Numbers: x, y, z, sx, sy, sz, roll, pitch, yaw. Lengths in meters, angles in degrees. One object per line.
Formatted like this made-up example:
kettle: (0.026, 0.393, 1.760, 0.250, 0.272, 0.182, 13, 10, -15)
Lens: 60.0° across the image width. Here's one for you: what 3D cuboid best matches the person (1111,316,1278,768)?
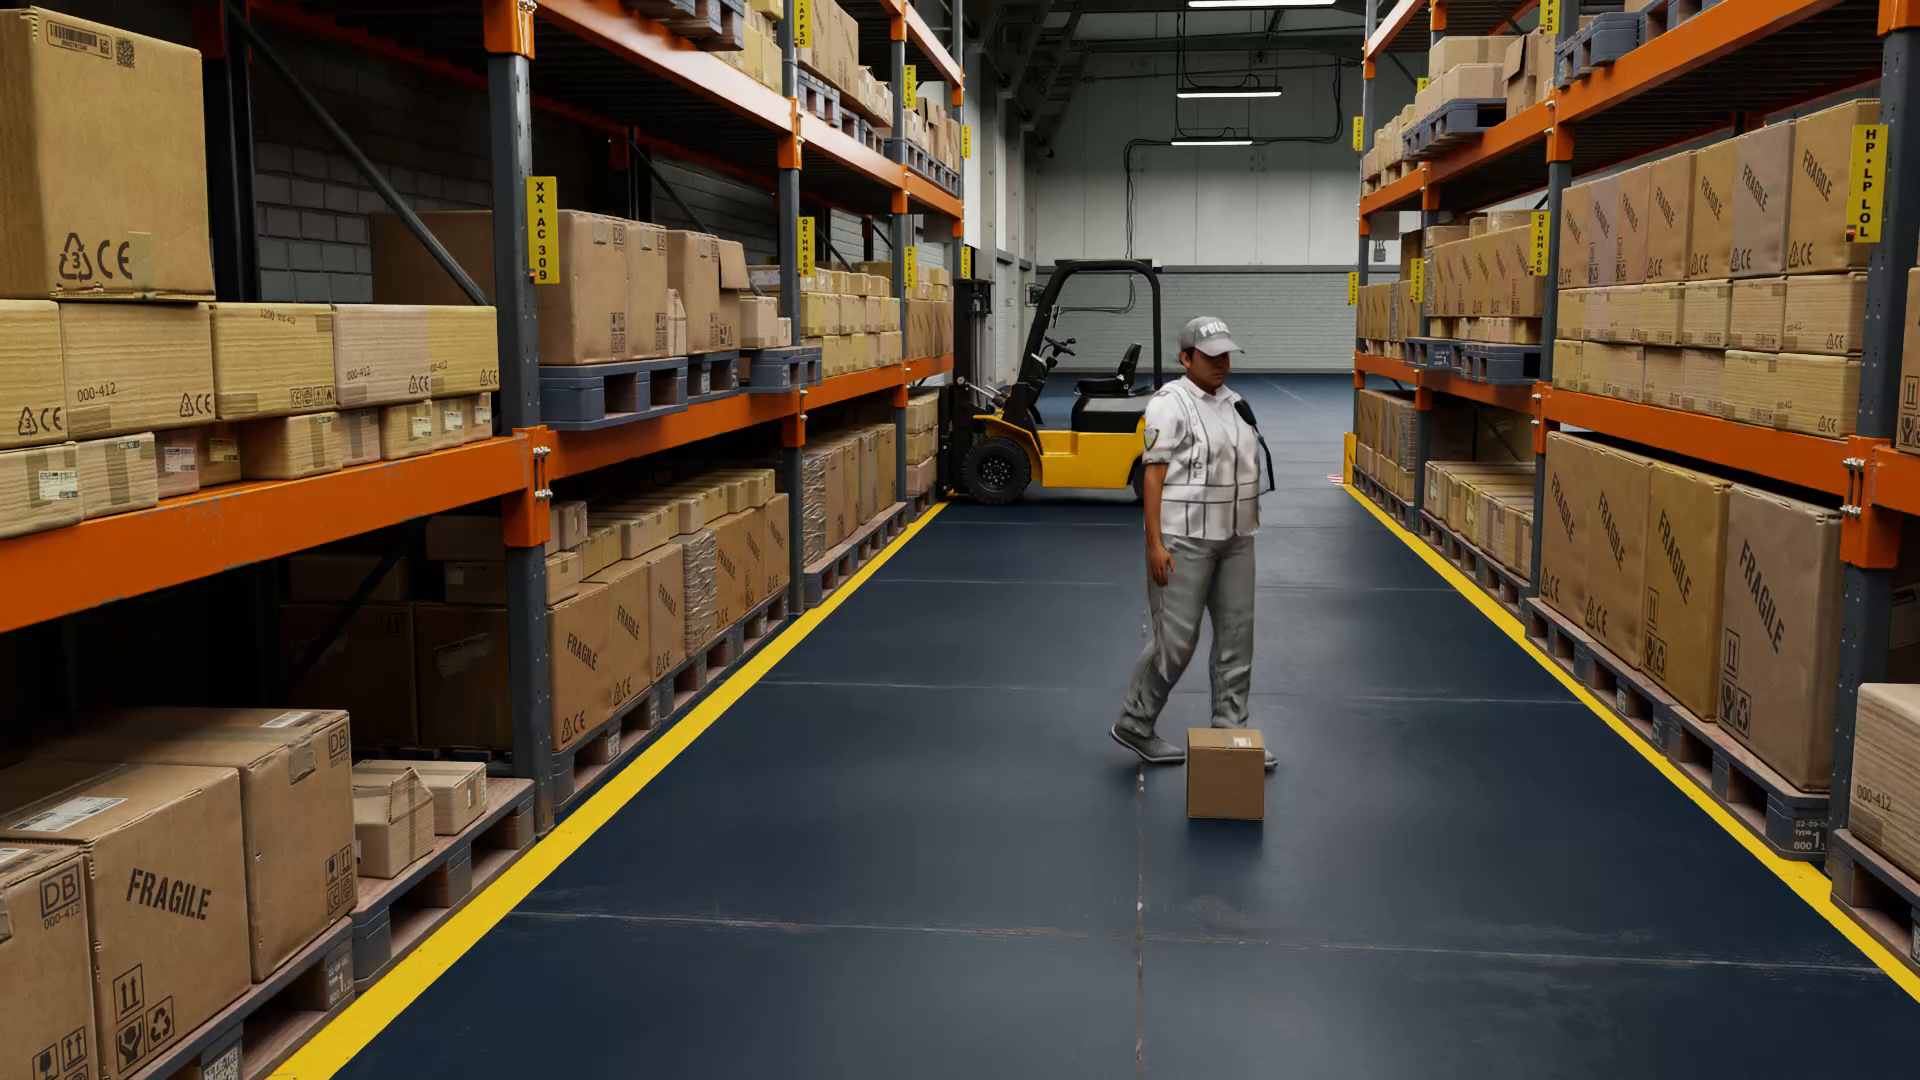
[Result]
person: (0.896, 0.015, 6.150, 0.497, 1.674, 0.542, -5, 9, -34)
